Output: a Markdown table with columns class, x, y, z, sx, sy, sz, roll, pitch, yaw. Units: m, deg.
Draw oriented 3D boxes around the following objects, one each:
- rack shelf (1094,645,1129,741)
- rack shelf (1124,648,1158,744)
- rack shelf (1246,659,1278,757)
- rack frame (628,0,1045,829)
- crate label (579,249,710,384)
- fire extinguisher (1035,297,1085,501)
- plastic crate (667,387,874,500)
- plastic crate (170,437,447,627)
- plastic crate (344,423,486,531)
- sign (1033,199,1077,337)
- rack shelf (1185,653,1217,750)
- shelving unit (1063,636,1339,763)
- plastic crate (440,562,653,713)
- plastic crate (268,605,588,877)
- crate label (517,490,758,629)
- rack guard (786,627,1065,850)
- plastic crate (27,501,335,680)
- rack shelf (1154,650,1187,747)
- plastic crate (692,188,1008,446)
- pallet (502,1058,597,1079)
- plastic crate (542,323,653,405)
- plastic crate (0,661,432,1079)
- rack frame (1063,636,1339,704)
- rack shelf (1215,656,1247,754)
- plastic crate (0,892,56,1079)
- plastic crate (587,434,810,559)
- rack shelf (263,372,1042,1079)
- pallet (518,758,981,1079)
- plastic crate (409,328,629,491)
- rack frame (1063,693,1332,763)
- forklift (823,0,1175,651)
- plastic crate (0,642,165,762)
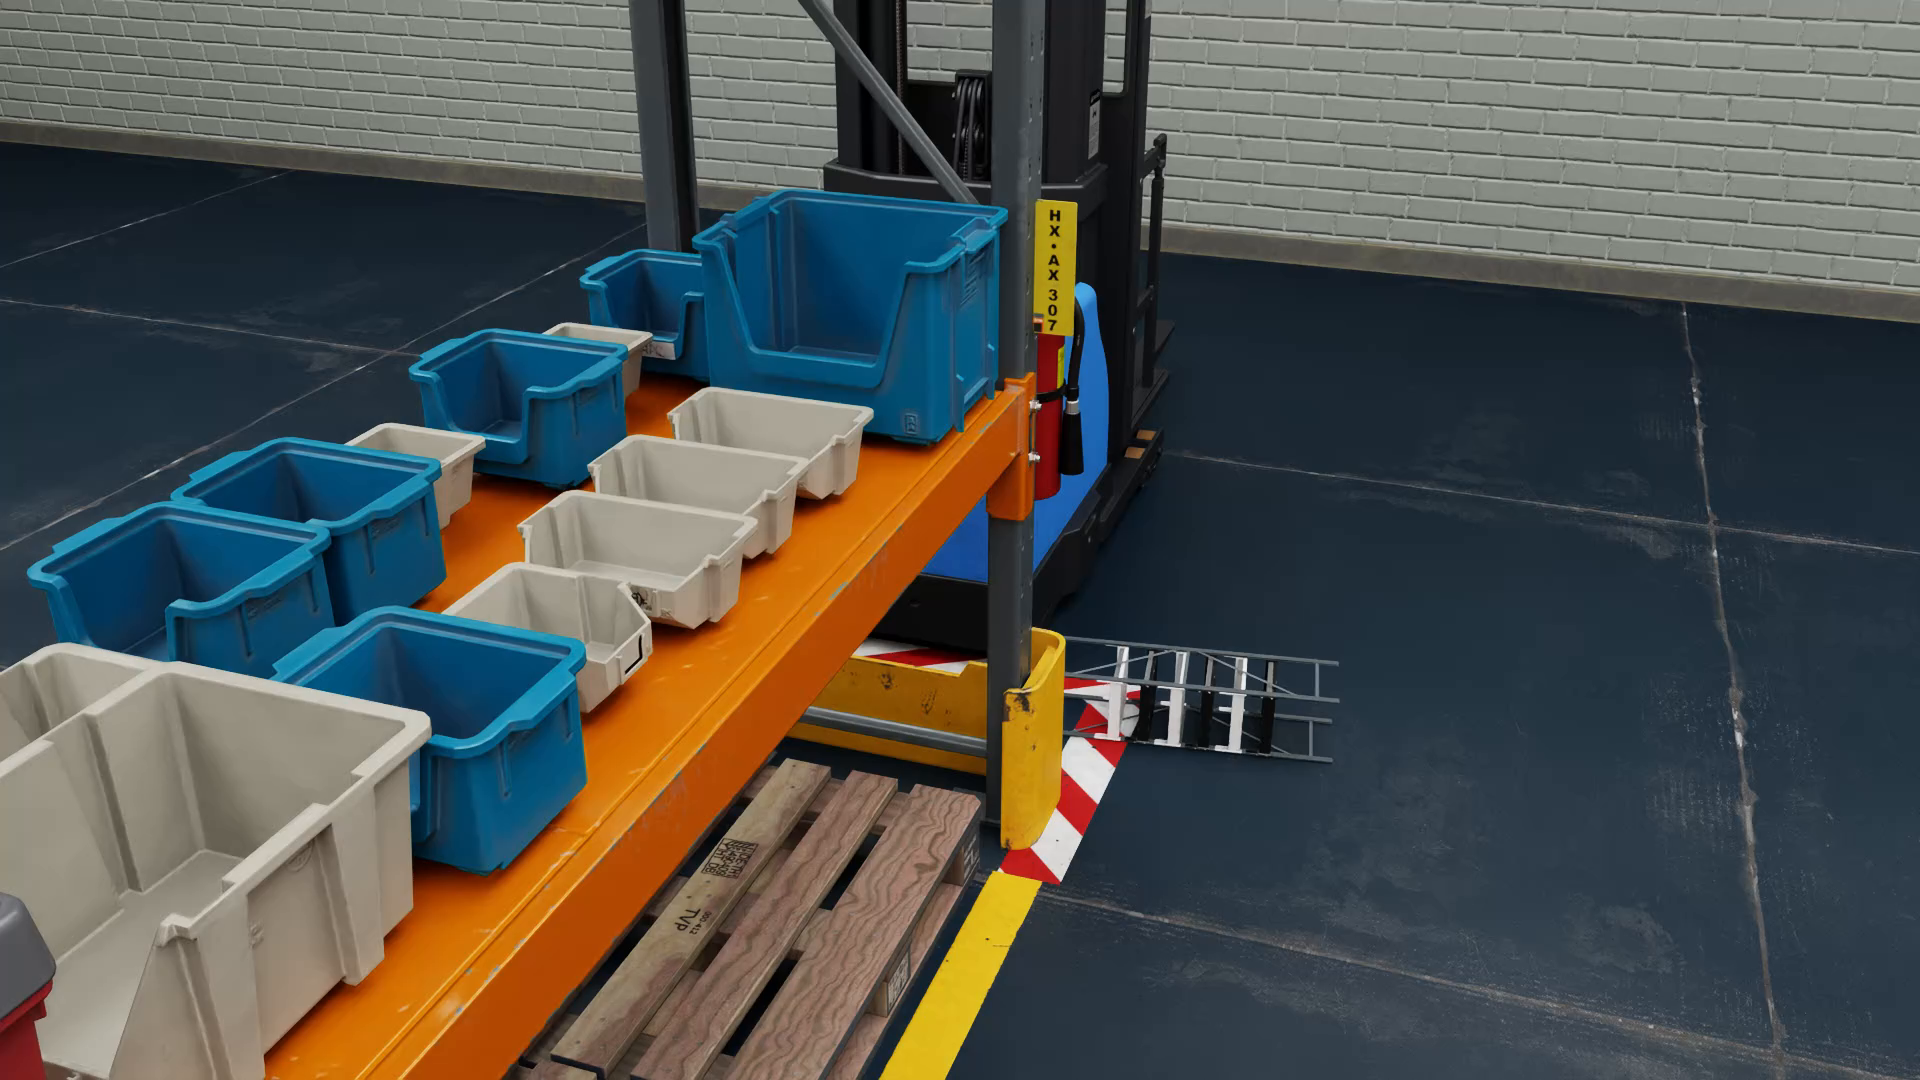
| class | x | y | z | sx | sy | sz | roll | pitch | yaw |
| --- | --- | --- | --- | --- | --- | --- | --- | --- | --- |
| rack shelf | 0.466 | 0.456 | 5.060 | 0.077 | 0.200 | 0.258 | 5 | 26 | 10 |
| rack shelf | 0.554 | 0.464 | 5.045 | 0.077 | 0.200 | 0.258 | 5 | 26 | 10 |
| rack shelf | 0.907 | 0.494 | 4.983 | 0.077 | 0.200 | 0.258 | 5 | 26 | 10 |
| rack frame | -0.299 | -0.644 | 4.138 | 1.000 | 3.000 | 0.127 | 9 | 27 | 17 |
| crate label | -0.691 | -0.542 | 4.051 | 0.416 | 0.233 | 0.303 | 9 | 27 | 17 |
| fire extinguisher | 0.180 | -0.438 | 4.228 | 0.296 | 0.674 | 0.183 | 9 | 27 | 17 |
| plastic crate | -0.399 | -0.191 | 3.436 | 0.396 | 0.136 | 0.243 | 9 | 27 | 17 |
| plastic crate | -1.130 | -0.001 | 2.933 | 0.416 | 0.233 | 0.300 | 9 | 27 | 17 |
| plastic crate | -1.102 | -0.100 | 3.248 | 0.250 | 0.136 | 0.298 | 9 | 27 | 17 |
| sign | 0.225 | -0.644 | 3.952 | 0.100 | 0.325 | 0.005 | 9 | 27 | 17 |
| rack shelf | 0.731 | 0.479 | 5.014 | 0.077 | 0.200 | 0.258 | 5 | 26 | 10 |
| shelving unit | 0.675 | 0.474 | 5.024 | 0.900 | 0.210 | 0.258 | 5 | 26 | 10 |
| plastic crate | -0.660 | 0.168 | 2.694 | 0.298 | 0.136 | 0.250 | 9 | 27 | 17 |
| plastic crate | -0.740 | 0.285 | 2.342 | 0.416 | 0.233 | 0.300 | 9 | 27 | 17 |
| crate label | -0.579 | 0.044 | 2.951 | 0.396 | 0.136 | 0.243 | 9 | 27 | 17 |
| rack guard | -0.303 | 0.469 | 4.707 | 1.175 | 0.500 | 0.348 | 9 | 27 | 17 |
| plastic crate | -1.229 | 0.122 | 2.678 | 0.416 | 0.233 | 0.300 | 9 | 27 | 17 |
| rack shelf | 0.642 | 0.471 | 5.029 | 0.077 | 0.200 | 0.258 | 5 | 26 | 10 |
| plastic crate | -0.234 | -0.522 | 3.777 | 0.616 | 0.435 | 0.499 | 9 | 27 | 17 |
| pallet | -1.017 | 1.444 | 3.025 | 1.003 | 0.211 | 1.213 | 9 | 27 | 17 |
| plastic crate | -0.876 | -0.379 | 3.824 | 0.250 | 0.136 | 0.298 | 9 | 27 | 17 |
| plastic crate | -0.948 | 0.425 | 1.997 | 0.437 | 0.282 | 0.530 | 9 | 27 | 17 |
| rack frame | 0.675 | 0.383 | 4.979 | 0.900 | 0.006 | 0.240 | 5 | 26 | 10 |
| rack shelf | 0.819 | 0.486 | 4.999 | 0.077 | 0.200 | 0.258 | 5 | 26 | 10 |
| plastic crate | -1.096 | 0.613 | 1.399 | 0.402 | 0.464 | 0.583 | 9 | 27 | 17 |
| plastic crate | -0.509 | -0.074 | 3.195 | 0.396 | 0.136 | 0.243 | 9 | 27 | 17 |
| rack shelf | -0.964 | 0.502 | 2.597 | 1.077 | 0.370 | 4.000 | 9 | 27 | 17 |
| pallet | -0.610 | 0.944 | 4.057 | 1.003 | 0.211 | 1.213 | 9 | 27 | 17 |
| plastic crate | -0.910 | -0.271 | 3.492 | 0.416 | 0.233 | 0.300 | 9 | 27 | 17 |
| rack frame | 0.675 | 0.566 | 5.068 | 0.900 | 0.006 | 0.240 | 5 | 26 | 10 |
| forklift | 0.203 | -1.577 | 6.144 | 1.130 | 2.935 | 3.031 | 9 | 27 | 17 |
| plastic crate | -1.334 | 0.332 | 2.356 | 0.293 | 0.136 | 0.466 | 9 | 27 | 17 |
